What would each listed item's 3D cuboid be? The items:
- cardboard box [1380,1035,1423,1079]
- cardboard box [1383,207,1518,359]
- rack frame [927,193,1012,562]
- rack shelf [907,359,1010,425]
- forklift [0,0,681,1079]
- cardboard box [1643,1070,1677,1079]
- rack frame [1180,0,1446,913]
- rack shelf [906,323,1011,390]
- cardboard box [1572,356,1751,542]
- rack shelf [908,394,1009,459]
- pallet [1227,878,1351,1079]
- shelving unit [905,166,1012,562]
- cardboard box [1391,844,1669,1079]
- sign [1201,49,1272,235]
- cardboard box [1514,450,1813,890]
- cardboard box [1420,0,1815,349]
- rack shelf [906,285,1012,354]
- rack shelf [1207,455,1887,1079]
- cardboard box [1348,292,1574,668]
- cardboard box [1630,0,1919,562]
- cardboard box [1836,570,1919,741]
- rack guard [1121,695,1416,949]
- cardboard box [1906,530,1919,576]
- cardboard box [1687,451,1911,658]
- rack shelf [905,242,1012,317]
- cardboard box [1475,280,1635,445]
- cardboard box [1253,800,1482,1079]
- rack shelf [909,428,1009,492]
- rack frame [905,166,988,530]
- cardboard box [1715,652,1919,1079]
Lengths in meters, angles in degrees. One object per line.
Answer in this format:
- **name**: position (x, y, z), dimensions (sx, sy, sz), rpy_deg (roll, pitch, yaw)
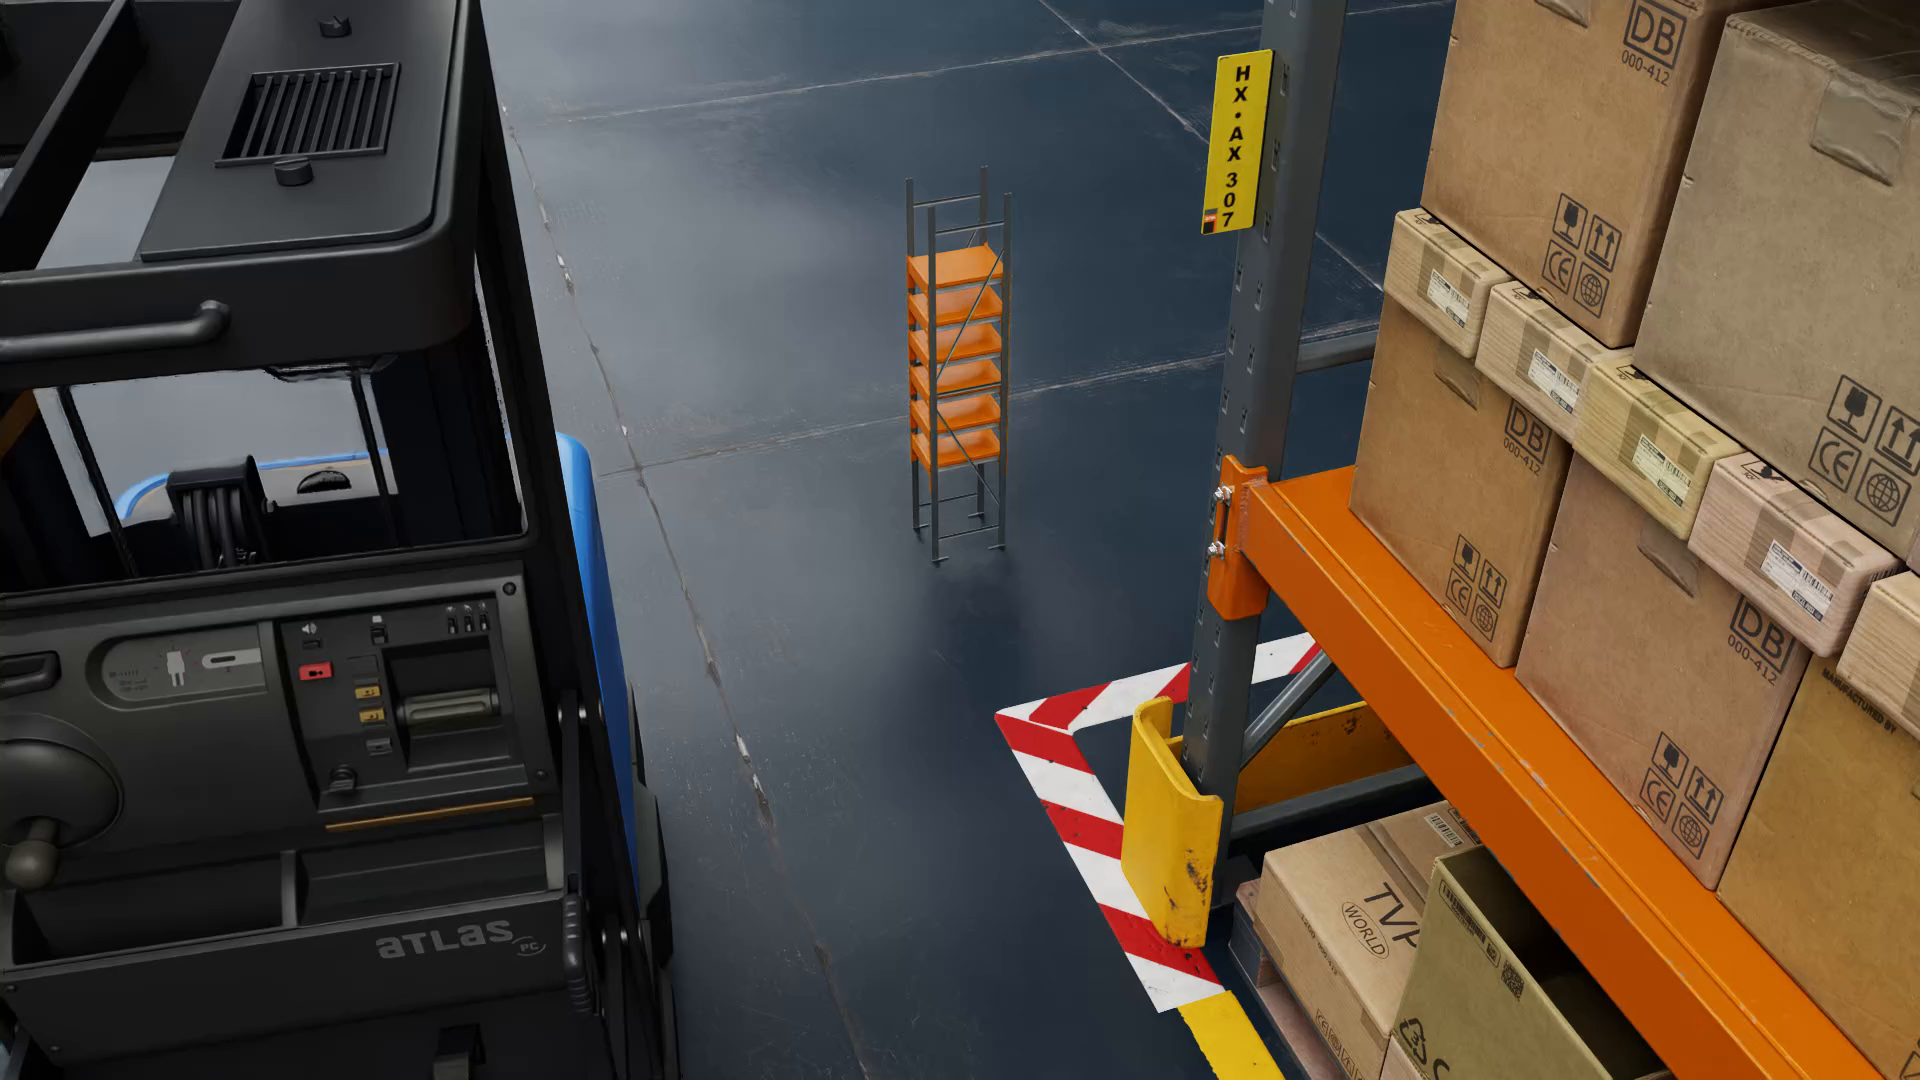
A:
- **cardboard box**: position (1.152, 1.143, 3.176), dimensions (0.500, 0.250, 0.500), rpy_deg (-12, 39, -16)
- **cardboard box**: position (0.934, -0.451, 2.734), dimensions (0.380, 0.149, 0.250), rpy_deg (-13, 39, -16)
- **rack frame**: position (0.027, -0.436, 4.831), dimensions (0.240, 1.200, 0.006), rpy_deg (-12, 39, -16)
- **rack shelf**: position (-0.005, -0.452, 4.927), dimensions (0.258, 0.103, 0.180), rpy_deg (-12, 39, -16)
- **forklift**: position (-1.072, 0.350, 2.349), dimensions (1.130, 2.935, 3.031), rpy_deg (-7, 38, -9)
- **cardboard box**: position (1.335, 1.124, 2.578), dimensions (0.500, 0.500, 0.500), rpy_deg (-12, 39, -16)
- **rack frame**: position (1.001, -0.418, 3.312), dimensions (1.000, 3.000, 0.127), rpy_deg (-12, 39, -16)
- **rack shelf**: position (-0.005, -0.548, 4.854), dimensions (0.258, 0.103, 0.180), rpy_deg (-12, 39, -16)
- **cardboard box**: position (1.112, -0.161, 2.349), dimensions (0.380, 0.149, 0.250), rpy_deg (-12, 39, -16)
- **rack shelf**: position (-0.005, -0.356, 4.999), dimensions (0.258, 0.103, 0.180), rpy_deg (-12, 39, -16)
- **pallet**: position (1.303, 1.119, 3.589), dimensions (1.003, 0.211, 1.213), rpy_deg (-12, 39, -16)
- **shelving unit**: position (-0.005, -0.487, 4.900), dimensions (0.258, 1.200, 0.189), rpy_deg (-12, 39, -16)
- **cardboard box**: position (1.150, 0.844, 2.950), dimensions (0.500, 0.500, 0.500), rpy_deg (-12, 39, -16)
- **sign**: position (0.478, -0.684, 2.880), dimensions (0.100, 0.325, 0.005), rpy_deg (-12, 39, -16)
- **cardboard box**: position (1.335, 0.104, 2.536), dimensions (0.700, 0.500, 0.500), rpy_deg (-11, 38, -15)
- **cardboard box**: position (1.168, -0.680, 2.499), dimensions (0.700, 0.500, 0.500), rpy_deg (-12, 39, -16)
- **rack shelf**: position (-0.005, -0.644, 4.782), dimensions (0.258, 0.103, 0.180), rpy_deg (-12, 39, -16)
- **rack shelf**: position (1.689, 0.999, 2.029), dimensions (1.077, 0.370, 4.000), rpy_deg (-12, 39, -16)
- **cardboard box**: position (1.150, -0.192, 2.929), dimensions (0.700, 0.500, 0.500), rpy_deg (-12, 39, -16)
- **cardboard box**: position (1.354, -0.384, 2.106), dimensions (0.700, 0.500, 0.500), rpy_deg (-13, 39, -17)
- **cardboard box**: position (1.291, 0.132, 1.960), dimensions (0.380, 0.149, 0.250), rpy_deg (-14, 39, -17)
- **rack guard**: position (0.993, 0.567, 4.082), dimensions (1.175, 0.500, 0.348), rpy_deg (-12, 39, -16)
- **cardboard box**: position (1.528, -0.100, 1.728), dimensions (0.700, 0.500, 0.500), rpy_deg (-12, 39, -16)
- **cardboard box**: position (1.196, -0.018, 2.159), dimensions (0.380, 0.149, 0.250), rpy_deg (-13, 39, -17)
- **rack shelf**: position (-0.005, -0.739, 4.710), dimensions (0.258, 0.103, 0.180), rpy_deg (-12, 39, -16)
- **cardboard box**: position (1.027, -0.303, 2.536), dimensions (0.380, 0.149, 0.250), rpy_deg (-13, 39, -17)
- **cardboard box**: position (0.977, 0.861, 3.550), dimensions (0.500, 0.250, 0.500), rpy_deg (-12, 39, -16)
- **rack shelf**: position (-0.005, -0.260, 5.071), dimensions (0.258, 0.103, 0.180), rpy_deg (-12, 39, -16)
- **rack frame**: position (-0.036, -0.539, 4.968), dimensions (0.240, 1.200, 0.006), rpy_deg (-12, 39, -16)
- **cardboard box**: position (1.500, 0.385, 2.162), dimensions (0.700, 0.500, 0.500), rpy_deg (-12, 39, -16)
